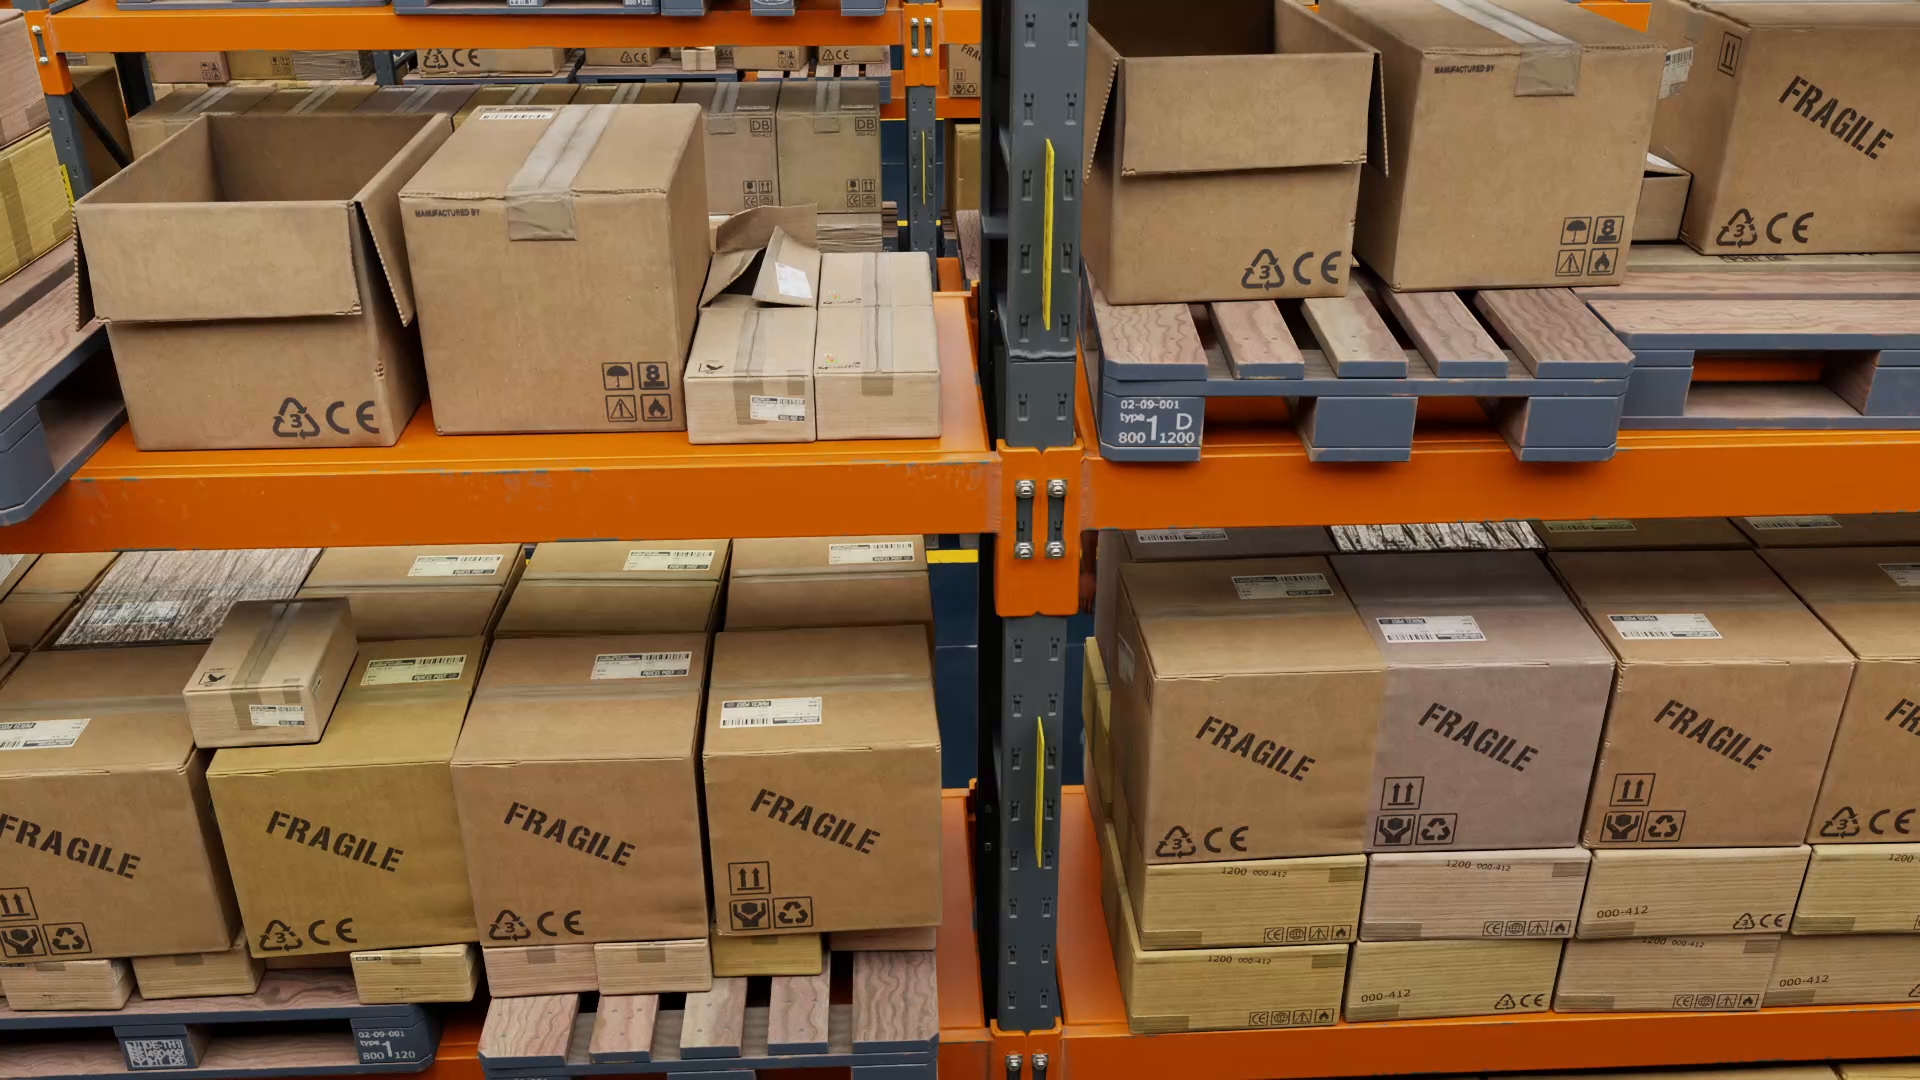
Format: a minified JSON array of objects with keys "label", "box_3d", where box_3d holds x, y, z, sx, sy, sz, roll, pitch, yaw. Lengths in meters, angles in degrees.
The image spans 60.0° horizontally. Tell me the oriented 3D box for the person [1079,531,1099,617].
[{"label":"person","box_3d":[0.827,0.159,6.795,0.678,1.793,0.378,-11,29,-21]}]
